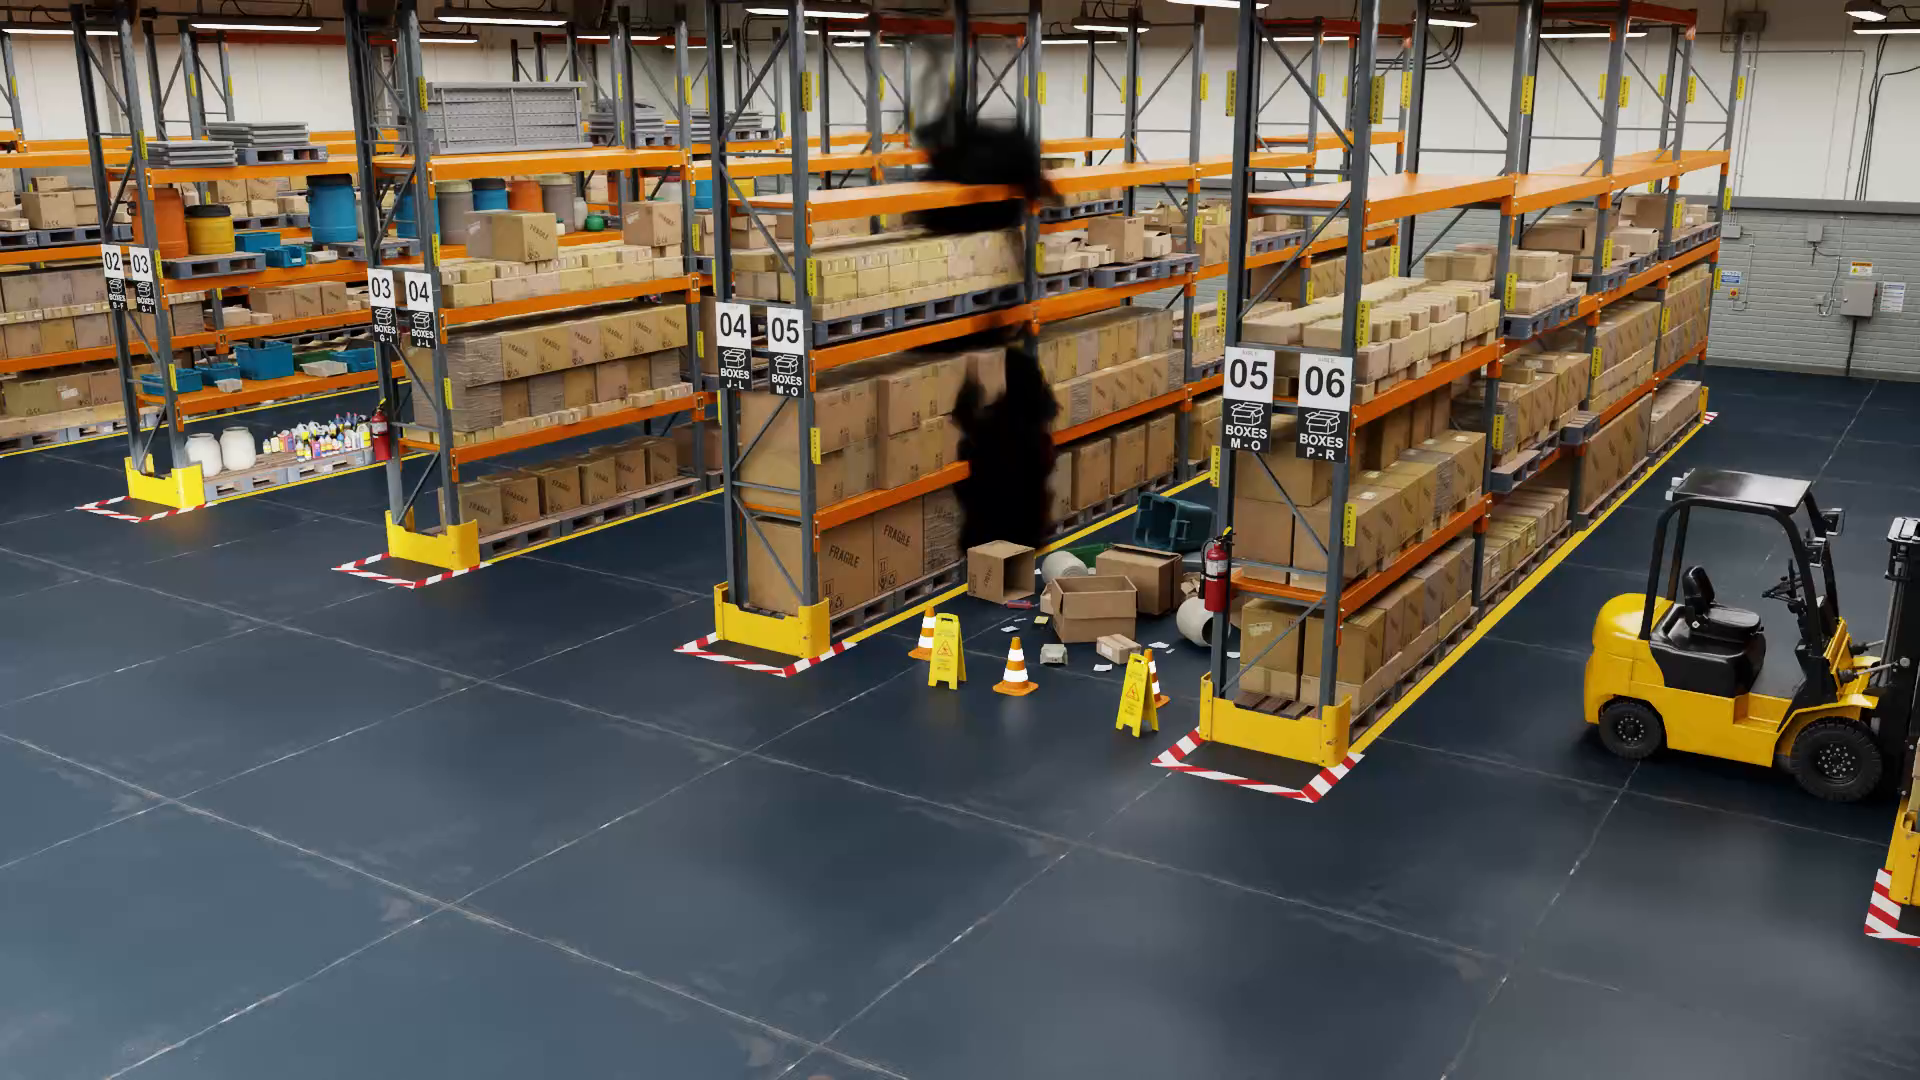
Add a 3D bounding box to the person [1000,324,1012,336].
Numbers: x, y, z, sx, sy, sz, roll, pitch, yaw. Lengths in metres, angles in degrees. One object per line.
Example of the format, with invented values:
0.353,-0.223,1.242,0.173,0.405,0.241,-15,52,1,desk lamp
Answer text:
0.658,-2.377,24.622,0.668,1.689,0.803,8,18,28,person
